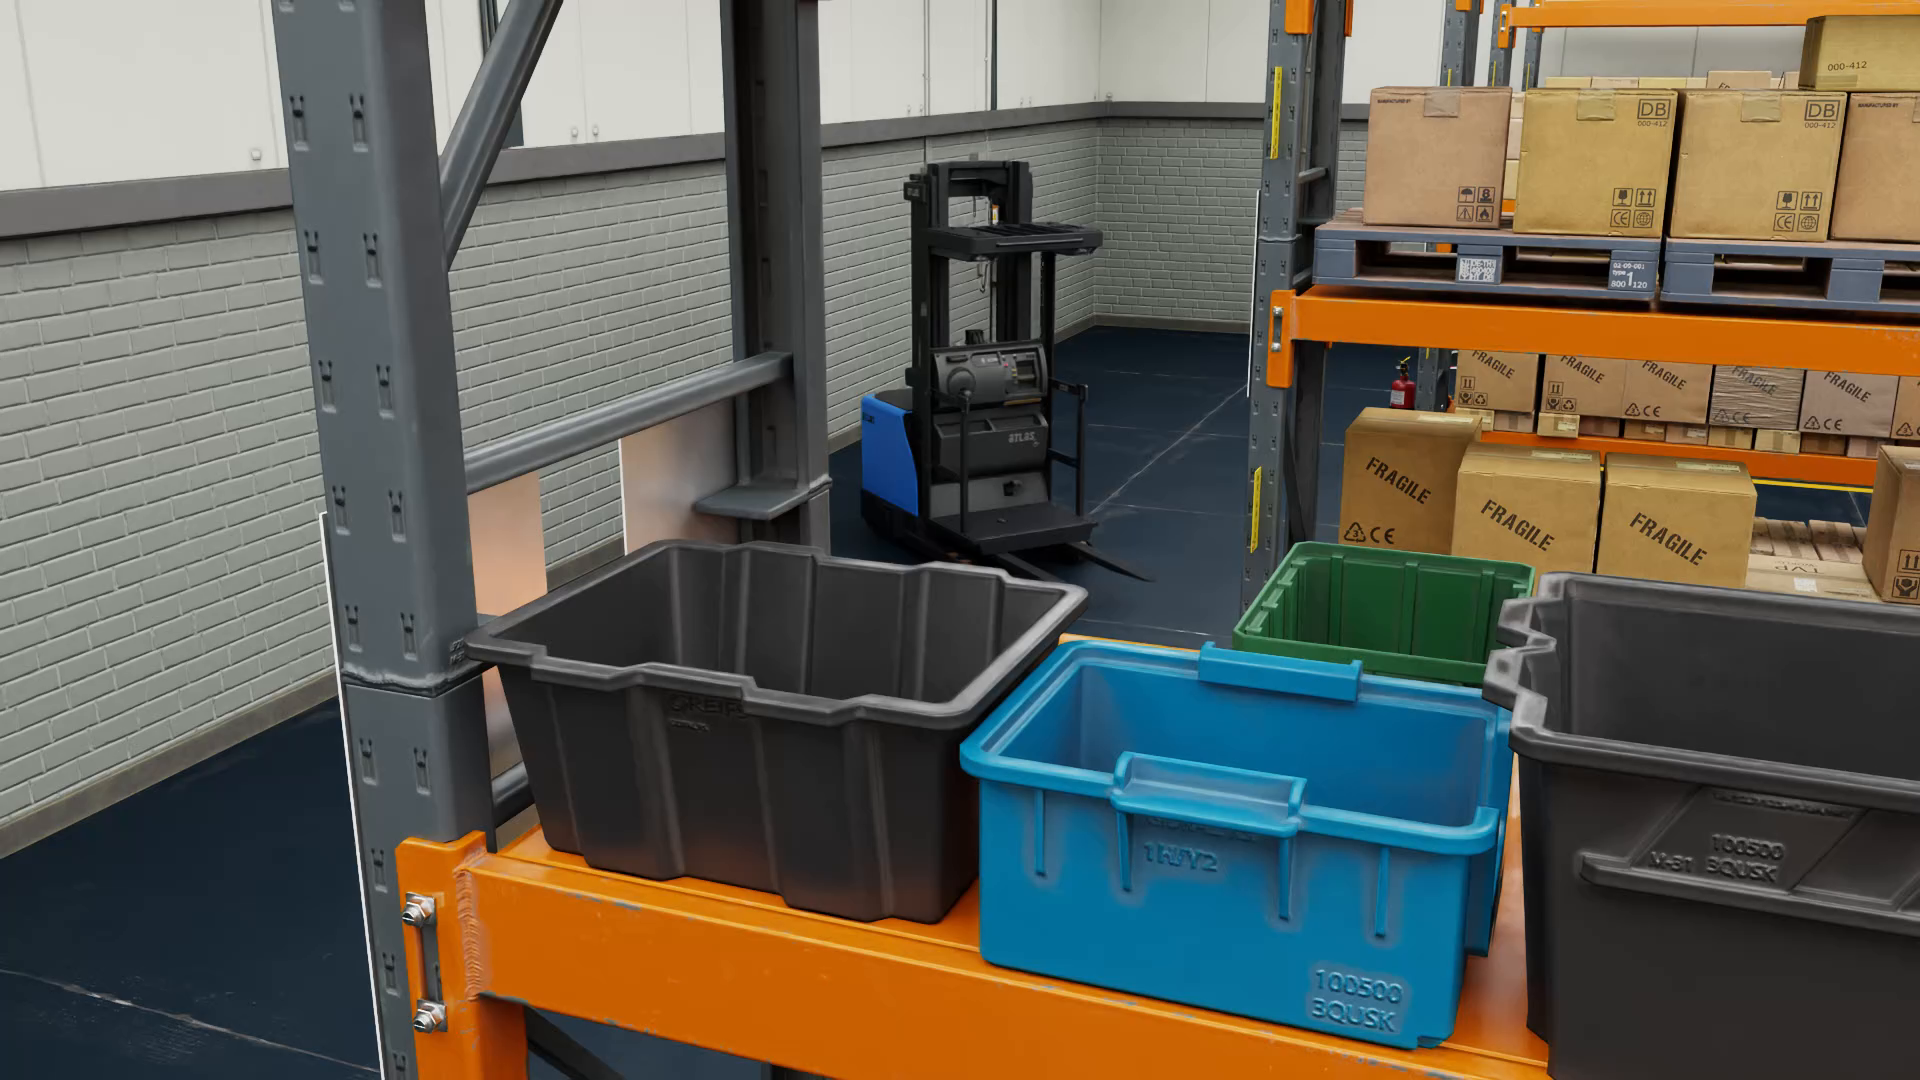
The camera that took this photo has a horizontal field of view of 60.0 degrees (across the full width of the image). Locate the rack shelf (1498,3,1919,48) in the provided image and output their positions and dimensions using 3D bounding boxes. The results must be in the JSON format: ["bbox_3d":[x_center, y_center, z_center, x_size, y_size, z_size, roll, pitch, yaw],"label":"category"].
[{"bbox_3d":[6.864,-4.516,14.596,4.000,0.370,1.077,6,17,21],"label":"rack shelf"}]

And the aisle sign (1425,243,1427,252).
[{"bbox_3d":[3.103,-2.261,10.919,0.004,0.787,0.394,6,17,21],"label":"aisle sign"}]

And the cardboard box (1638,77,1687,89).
[{"bbox_3d":[8.080,-5.201,19.167,0.500,0.250,0.500,6,17,20],"label":"cardboard box"}]

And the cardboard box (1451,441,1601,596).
[{"bbox_3d":[2.180,-0.068,6.417,0.500,0.500,0.500,6,17,19],"label":"cardboard box"}]

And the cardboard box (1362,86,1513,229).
[{"bbox_3d":[1.870,-1.506,6.488,0.500,0.500,0.700,5,17,17],"label":"cardboard box"}]

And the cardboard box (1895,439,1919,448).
[{"bbox_3d":[5.929,-0.607,10.334,0.250,0.149,0.380,6,17,19],"label":"cardboard box"}]

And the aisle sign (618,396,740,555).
[{"bbox_3d":[-0.410,0.146,2.628,0.004,0.787,0.394,6,17,21],"label":"aisle sign"}]

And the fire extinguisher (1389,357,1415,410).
[{"bbox_3d":[3.216,-1.012,12.088,0.183,0.674,0.296,6,17,21],"label":"fire extinguisher"}]

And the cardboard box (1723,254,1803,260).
[{"bbox_3d":[5.249,-1.616,10.853,0.500,0.500,0.500,6,17,19],"label":"cardboard box"}]

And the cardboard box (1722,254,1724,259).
[{"bbox_3d":[6.774,-2.630,14.879,0.500,0.500,0.500,6,17,21],"label":"cardboard box"}]

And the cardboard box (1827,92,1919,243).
[{"bbox_3d":[3.405,-1.347,5.941,0.500,0.500,0.700,7,18,23],"label":"cardboard box"}]

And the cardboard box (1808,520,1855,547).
[{"bbox_3d":[5.812,-0.006,11.106,0.250,0.149,0.380,7,17,22],"label":"cardboard box"}]

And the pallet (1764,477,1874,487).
[{"bbox_3d":[8.046,-0.727,15.299,1.213,0.211,1.003,6,17,21],"label":"pallet"}]

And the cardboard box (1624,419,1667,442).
[{"bbox_3d":[4.479,-0.762,10.870,0.250,0.149,0.380,6,17,20],"label":"cardboard box"}]

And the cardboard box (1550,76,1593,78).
[{"bbox_3d":[7.337,-5.443,20.002,0.500,0.250,0.500,6,17,19],"label":"cardboard box"}]

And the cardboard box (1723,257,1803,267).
[{"bbox_3d":[5.024,-1.479,10.382,0.500,0.500,0.500,6,17,19],"label":"cardboard box"}]

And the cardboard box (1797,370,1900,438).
[{"bbox_3d":[5.503,-0.945,10.337,0.500,0.500,0.500,6,17,20],"label":"cardboard box"}]

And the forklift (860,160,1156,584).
[{"bbox_3d":[0.336,-1.246,12.210,1.130,2.935,3.031,-9,18,-27],"label":"forklift"}]

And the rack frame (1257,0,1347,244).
[{"bbox_3d":[1.367,-2.688,6.292,0.127,3.000,1.000,6,17,21],"label":"rack frame"}]

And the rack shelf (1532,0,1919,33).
[{"bbox_3d":[8.681,-5.994,18.977,4.000,0.370,1.077,6,17,21],"label":"rack shelf"}]

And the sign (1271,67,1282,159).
[{"bbox_3d":[1.158,-1.562,6.083,0.005,0.325,0.100,6,17,21],"label":"sign"}]

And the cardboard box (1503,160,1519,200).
[{"bbox_3d":[3.605,-2.339,10.740,0.500,0.250,0.500,7,18,23],"label":"cardboard box"}]

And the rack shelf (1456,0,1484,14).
[{"bbox_3d":[5.141,-3.412,10.083,4.000,0.370,1.077,6,17,21],"label":"rack shelf"}]

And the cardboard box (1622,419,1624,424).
[{"bbox_3d":[4.625,-0.891,11.312,0.250,0.149,0.380,5,17,18],"label":"cardboard box"}]

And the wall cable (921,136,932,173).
[{"bbox_3d":[-0.251,-3.451,17.802,0.123,1.953,0.585,6,17,21],"label":"wall cable"}]

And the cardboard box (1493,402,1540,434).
[{"bbox_3d":[3.714,-0.829,11.099,0.250,0.149,0.380,7,18,23],"label":"cardboard box"}]

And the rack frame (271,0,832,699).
[{"bbox_3d":[-0.450,-1.403,1.867,0.127,3.000,1.000,6,17,21],"label":"rack frame"}]

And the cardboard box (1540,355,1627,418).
[{"bbox_3d":[4.104,-1.108,10.897,0.500,0.500,0.500,6,17,21],"label":"cardboard box"}]

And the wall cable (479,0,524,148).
[{"bbox_3d":[-2.628,-5.705,10.915,0.120,5.999,2.277,6,17,21],"label":"wall cable"}]

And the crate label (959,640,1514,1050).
[{"bbox_3d":[0.289,0.287,1.692,0.502,0.251,0.408,6,17,21],"label":"crate label"}]

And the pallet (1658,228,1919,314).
[{"bbox_3d":[3.200,-1.007,6.042,1.213,0.211,1.003,6,17,21],"label":"pallet"}]

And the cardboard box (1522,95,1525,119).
[{"bbox_3d":[3.729,-2.760,10.578,0.250,0.149,0.380,7,18,23],"label":"cardboard box"}]

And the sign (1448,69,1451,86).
[{"bbox_3d":[3.082,-2.802,10.499,0.005,0.325,0.100,6,17,21],"label":"sign"}]

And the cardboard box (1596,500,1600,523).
[{"bbox_3d":[4.367,-0.179,11.702,0.250,0.149,0.380,6,17,19],"label":"cardboard box"}]

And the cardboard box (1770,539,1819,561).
[{"bbox_3d":[5.335,0.125,10.657,0.250,0.149,0.380,6,17,19],"label":"cardboard box"}]

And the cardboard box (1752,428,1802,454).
[{"bbox_3d":[5.170,-0.663,10.527,0.250,0.149,0.380,7,17,22],"label":"cardboard box"}]

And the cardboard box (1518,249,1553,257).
[{"bbox_3d":[3.601,-1.639,10.934,0.500,0.500,0.500,6,17,20],"label":"cardboard box"}]

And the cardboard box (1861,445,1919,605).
[{"bbox_3d":[3.795,-0.048,6.350,0.500,0.500,0.500,6,17,19],"label":"cardboard box"}]

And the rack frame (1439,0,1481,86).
[{"bbox_3d":[3.281,-3.964,10.687,0.127,3.000,1.000,6,17,21],"label":"rack frame"}]

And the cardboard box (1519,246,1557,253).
[{"bbox_3d":[3.798,-1.772,11.390,0.500,0.500,0.500,6,17,19],"label":"cardboard box"}]
